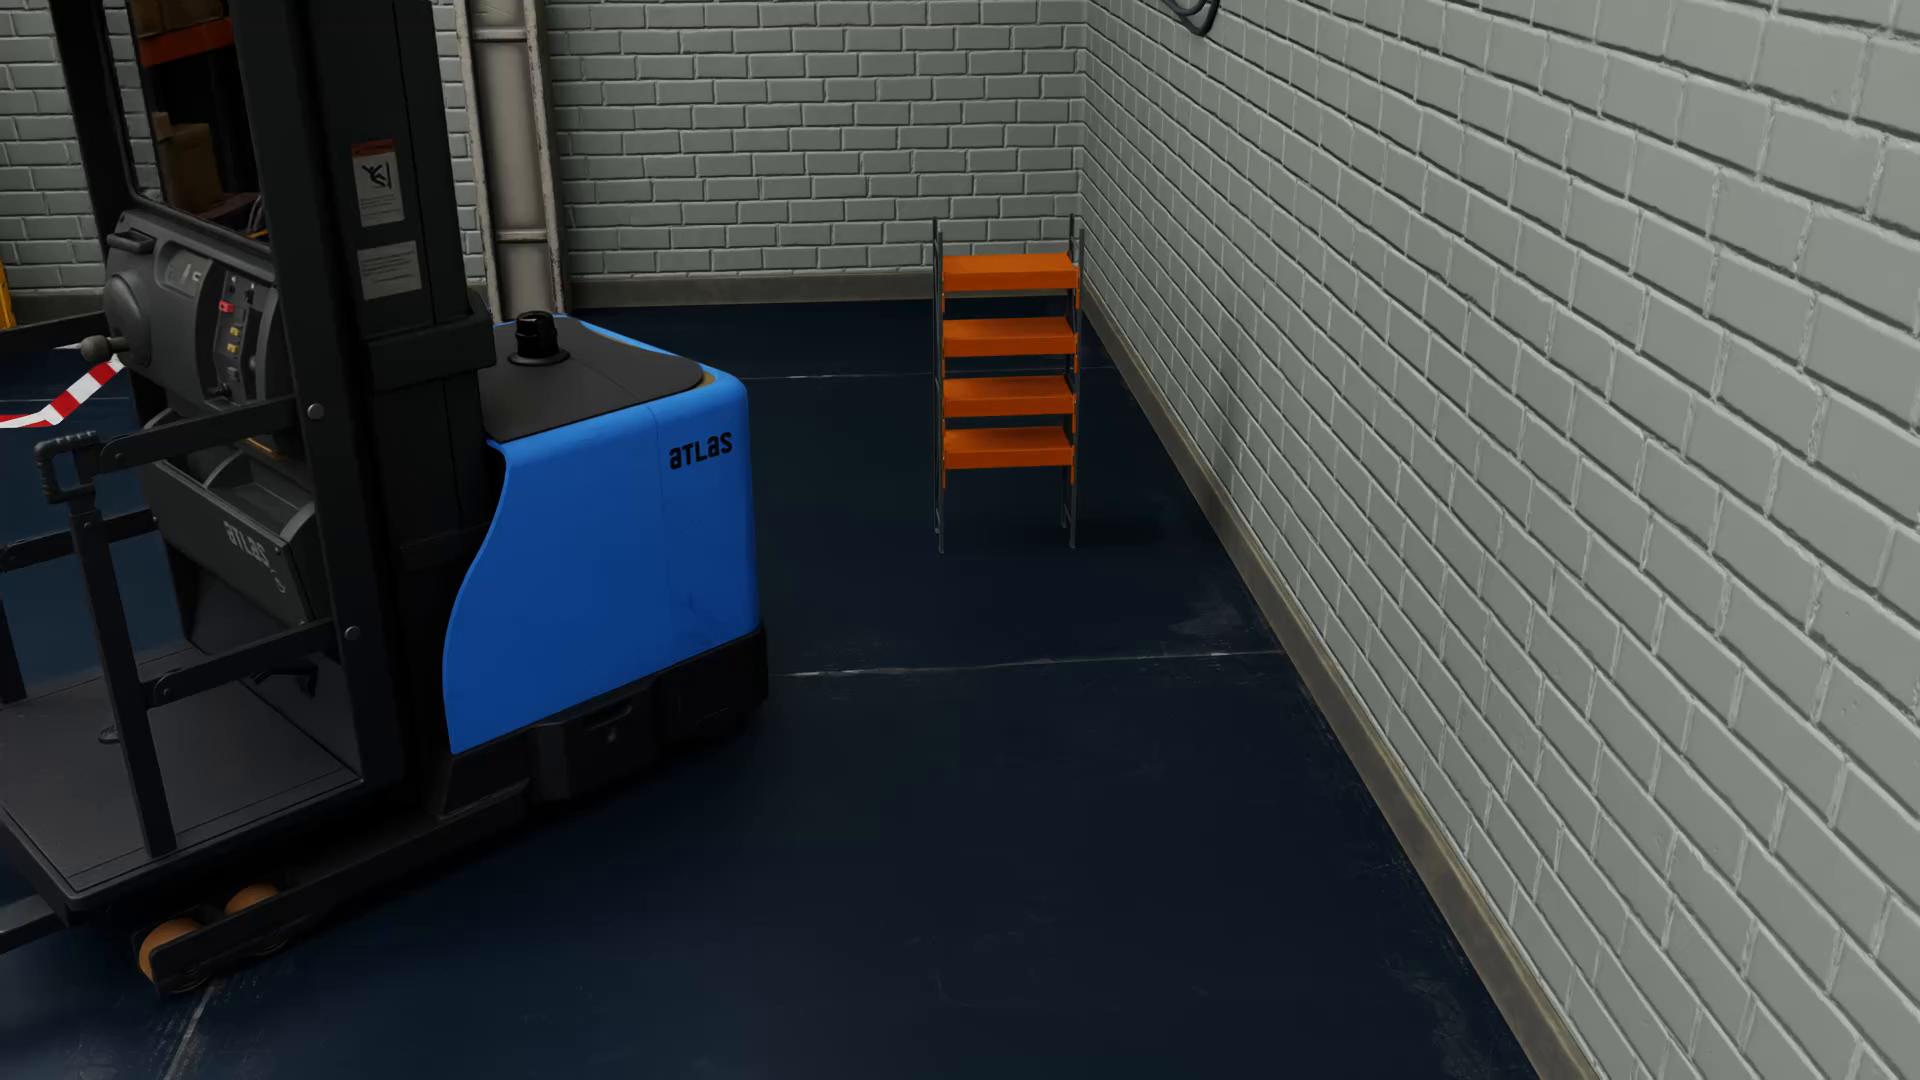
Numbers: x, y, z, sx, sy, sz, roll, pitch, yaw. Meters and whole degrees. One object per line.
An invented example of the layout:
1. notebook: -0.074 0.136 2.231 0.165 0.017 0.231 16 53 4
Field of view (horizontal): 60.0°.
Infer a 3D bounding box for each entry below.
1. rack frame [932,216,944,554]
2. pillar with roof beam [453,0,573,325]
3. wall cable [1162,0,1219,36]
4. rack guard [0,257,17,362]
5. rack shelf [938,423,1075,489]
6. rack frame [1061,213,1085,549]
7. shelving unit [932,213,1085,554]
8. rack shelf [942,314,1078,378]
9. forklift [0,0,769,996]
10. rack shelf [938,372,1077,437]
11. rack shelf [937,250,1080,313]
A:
1. rack frame: -0.078 -0.545 5.999 0.015 1.200 0.240 -2 24 -5
2. pillar with roof beam: -1.881 -3.582 3.229 0.400 9.000 9.100 -2 24 -5
3. wall cable: 0.758 -3.527 6.929 0.112 2.526 3.097 -2 24 -5
4. rack guard: -4.882 -0.982 7.843 0.348 0.500 1.175 -2 24 -5
5. rack shelf: 0.165 -0.312 6.129 0.480 0.148 0.258 -2 24 -5
6. rack frame: 0.408 -0.565 6.043 0.015 1.200 0.240 -2 24 -5
7. shelving unit: 0.165 -0.555 6.021 0.503 1.200 0.258 -2 24 -5
8. rack shelf: 0.165 -0.698 5.958 0.480 0.148 0.258 -2 24 -5
9. forklift: -1.974 -0.521 3.815 1.130 2.935 3.031 22 32 40
10. rack shelf: 0.165 -0.493 6.048 0.480 0.148 0.258 -2 24 -5
11. rack shelf: 0.165 -0.914 5.862 0.480 0.148 0.258 -2 24 -5
